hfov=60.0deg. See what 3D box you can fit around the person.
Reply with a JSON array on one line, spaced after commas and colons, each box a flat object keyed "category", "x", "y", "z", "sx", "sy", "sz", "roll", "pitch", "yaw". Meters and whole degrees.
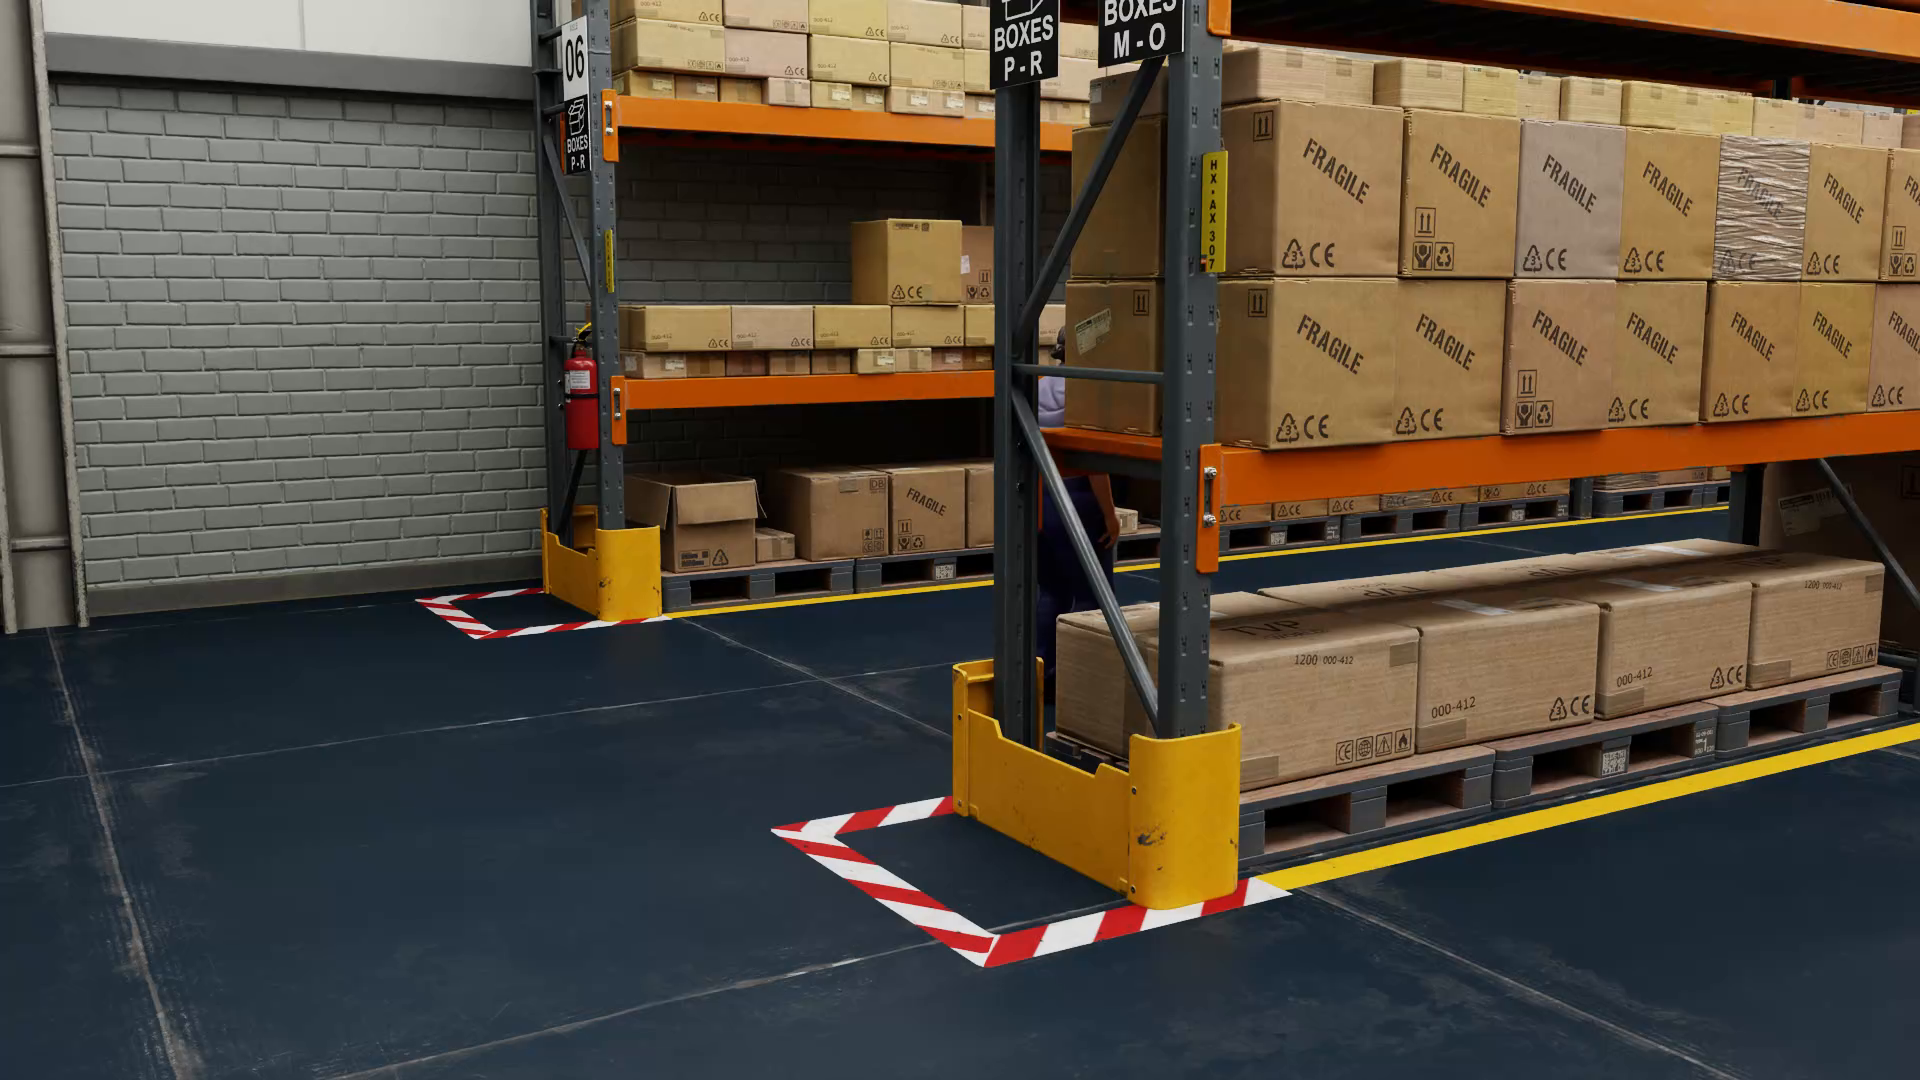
[{"category": "person", "x": 0.466, "y": -0.101, "z": 7.047, "sx": 0.367, "sy": 1.653, "sz": 0.563, "roll": -6, "pitch": 10, "yaw": -34}]
